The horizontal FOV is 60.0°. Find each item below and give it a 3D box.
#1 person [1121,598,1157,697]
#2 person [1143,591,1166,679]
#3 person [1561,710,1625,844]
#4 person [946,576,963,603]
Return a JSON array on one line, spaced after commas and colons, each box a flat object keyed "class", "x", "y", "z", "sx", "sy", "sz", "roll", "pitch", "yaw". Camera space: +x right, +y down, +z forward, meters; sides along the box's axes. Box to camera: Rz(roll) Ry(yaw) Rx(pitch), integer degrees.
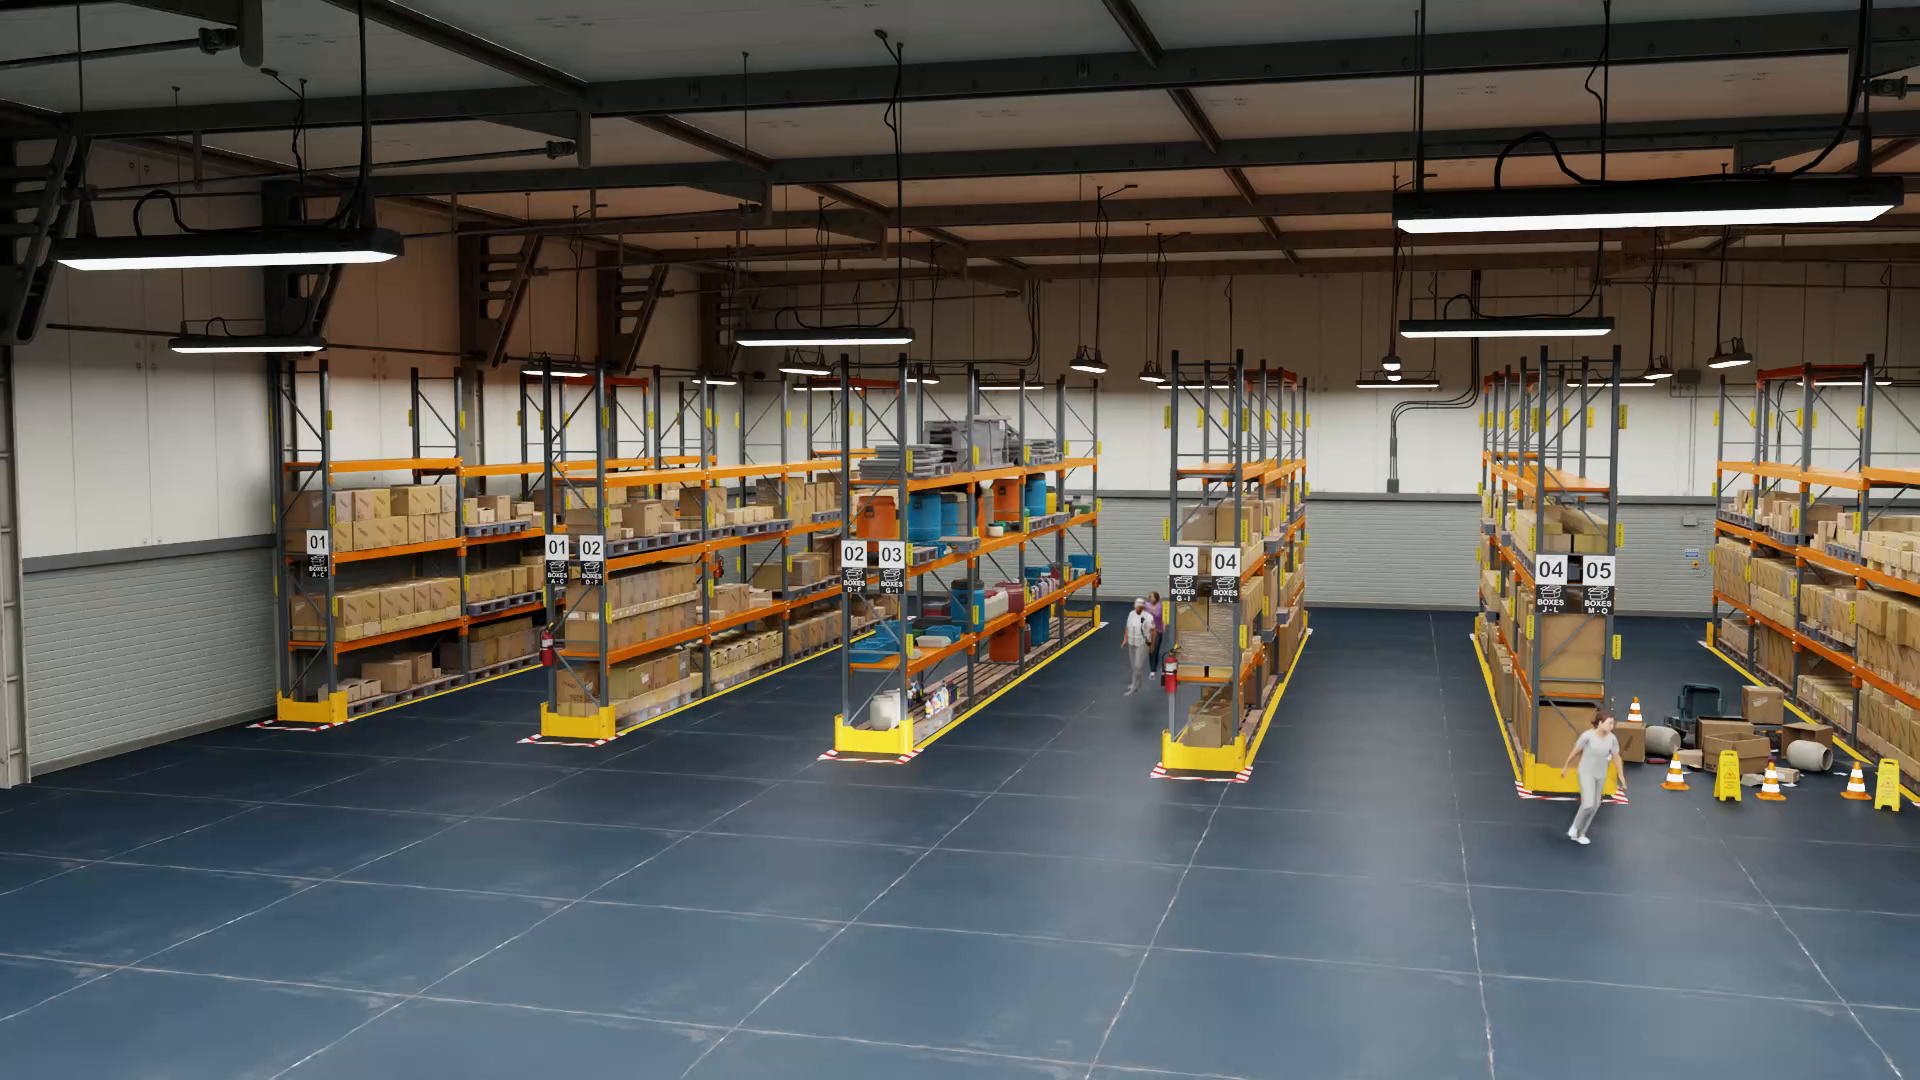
[{"class": "person", "x": 3.080, "y": 1.839, "z": 28.724, "sx": 0.577, "sy": 1.703, "sz": 0.652, "roll": 4, "pitch": 6, "yaw": 43}, {"class": "person", "x": 3.590, "y": 1.726, "z": 30.707, "sx": 0.523, "sy": 1.605, "sz": 0.771, "roll": 1, "pitch": 4, "yaw": 14}, {"class": "person", "x": 7.449, "y": 2.784, "z": 19.535, "sx": 0.562, "sy": 1.629, "sz": 0.617, "roll": -1, "pitch": 4, "yaw": -13}, {"class": "person", "x": 0.037, "y": 1.583, "z": 36.334, "sx": 0.670, "sy": 1.614, "sz": 0.845, "roll": 1, "pitch": 4, "yaw": 7}]
